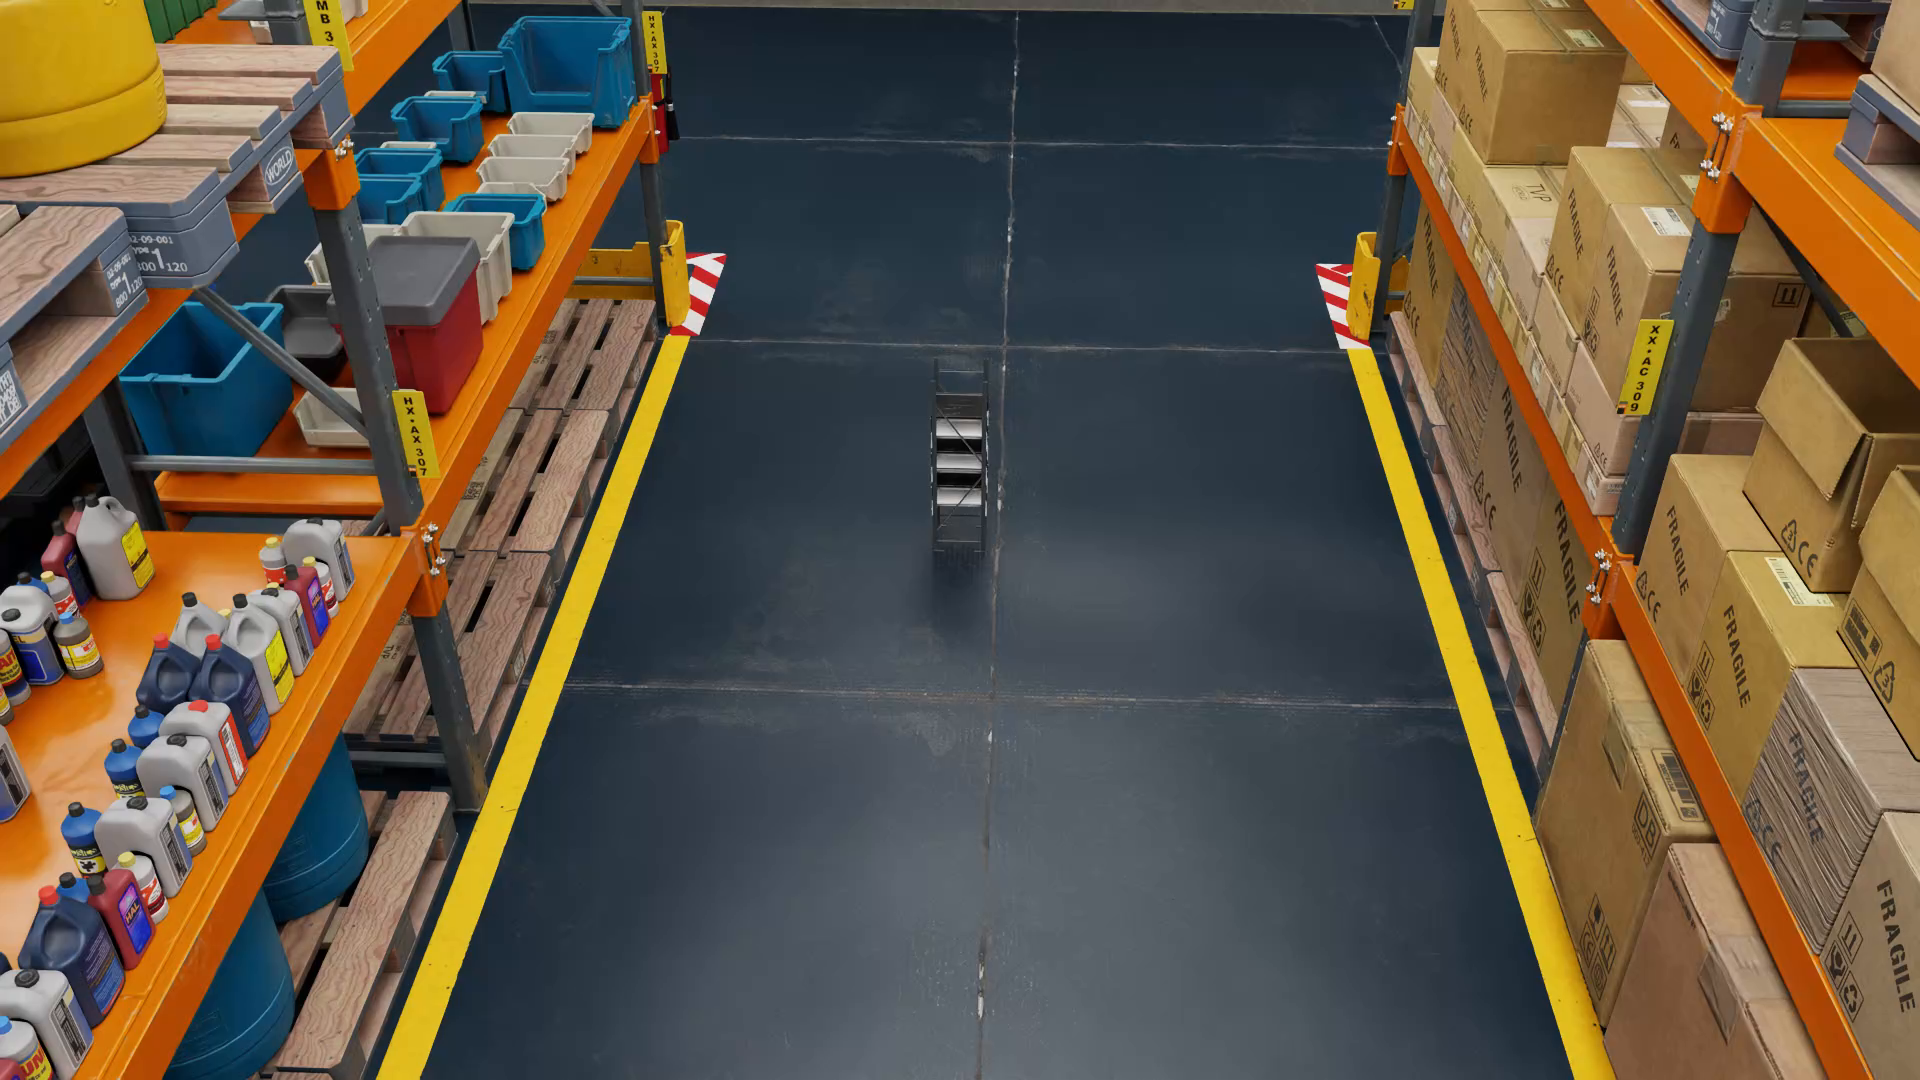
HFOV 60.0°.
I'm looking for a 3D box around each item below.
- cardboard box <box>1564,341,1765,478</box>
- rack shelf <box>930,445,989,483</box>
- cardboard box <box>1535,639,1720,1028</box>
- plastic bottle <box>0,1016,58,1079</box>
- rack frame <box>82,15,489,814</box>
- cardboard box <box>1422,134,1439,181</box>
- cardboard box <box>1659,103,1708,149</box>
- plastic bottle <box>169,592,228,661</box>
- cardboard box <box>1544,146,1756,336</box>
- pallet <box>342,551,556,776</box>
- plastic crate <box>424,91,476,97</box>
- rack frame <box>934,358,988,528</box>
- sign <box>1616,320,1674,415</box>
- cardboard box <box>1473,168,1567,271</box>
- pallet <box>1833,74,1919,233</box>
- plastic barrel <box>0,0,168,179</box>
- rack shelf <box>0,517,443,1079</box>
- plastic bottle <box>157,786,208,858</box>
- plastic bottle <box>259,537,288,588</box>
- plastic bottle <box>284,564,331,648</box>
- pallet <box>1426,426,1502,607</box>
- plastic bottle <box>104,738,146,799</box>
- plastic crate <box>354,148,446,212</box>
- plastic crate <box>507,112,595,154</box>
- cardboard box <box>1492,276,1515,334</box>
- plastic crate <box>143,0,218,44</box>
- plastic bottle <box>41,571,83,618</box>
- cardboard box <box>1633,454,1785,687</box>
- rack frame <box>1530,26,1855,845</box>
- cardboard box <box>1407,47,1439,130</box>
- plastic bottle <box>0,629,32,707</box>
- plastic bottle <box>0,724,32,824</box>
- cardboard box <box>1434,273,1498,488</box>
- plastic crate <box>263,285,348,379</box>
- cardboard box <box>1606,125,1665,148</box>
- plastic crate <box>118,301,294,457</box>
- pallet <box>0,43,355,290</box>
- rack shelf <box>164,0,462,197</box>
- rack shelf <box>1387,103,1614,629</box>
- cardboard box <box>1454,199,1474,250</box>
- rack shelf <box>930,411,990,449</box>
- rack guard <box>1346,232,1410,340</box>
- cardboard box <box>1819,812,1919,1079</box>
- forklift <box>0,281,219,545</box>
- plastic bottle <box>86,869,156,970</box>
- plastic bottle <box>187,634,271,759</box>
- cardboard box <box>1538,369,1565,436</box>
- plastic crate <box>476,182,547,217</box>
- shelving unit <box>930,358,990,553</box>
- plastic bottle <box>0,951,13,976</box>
[{"bbox_3d":[2.396,-0.446,5.647,0.500,0.250,0.500,1,35,1],"label":"cardboard box"},{"bbox_3d":[0.000,-0.346,7.517,0.258,0.077,0.200,1,35,2],"label":"rack shelf"},{"bbox_3d":[2.635,0.940,5.286,1.225,0.875,0.875,1,35,2],"label":"cardboard box"},{"bbox_3d":[-2.051,1.140,3.631,0.097,0.271,0.097,0,35,0],"label":"plastic bottle"},{"bbox_3d":[-2.309,-0.240,5.483,1.000,3.000,0.127,1,35,2],"label":"rack frame"},{"bbox_3d":[2.438,-1.830,7.964,0.380,0.149,0.250,1,35,1],"label":"cardboard box"},{"bbox_3d":[2.959,-1.344,6.273,0.500,0.500,0.500,0,35,0],"label":"cardboard box"},{"bbox_3d":[-2.163,0.313,4.739,0.144,0.351,0.185,1,35,2],"label":"plastic bottle"},{"bbox_3d":[2.416,-1.051,5.856,0.500,0.500,0.500,2,35,2],"label":"cardboard box"},{"bbox_3d":[-2.318,0.478,6.887,1.003,0.211,1.213,1,35,2],"label":"pallet"},{"bbox_3d":[-2.582,-2.138,8.361,0.250,0.136,0.298,1,35,2],"label":"plastic crate"},{"bbox_3d":[0.004,-0.431,7.581,0.240,0.900,0.006,1,35,2],"label":"rack frame"},{"bbox_3d":[2.086,-0.524,5.065,0.100,0.325,0.005,1,35,2],"label":"sign"},{"bbox_3d":[2.458,-1.327,6.901,0.500,0.250,0.500,1,35,1],"label":"cardboard box"},{"bbox_3d":[2.653,-0.747,3.761,0.805,0.209,1.217,0,35,0],"label":"pallet"},{"bbox_3d":[-2.143,-1.187,3.692,0.600,0.588,0.600,0,35,0],"label":"plastic barrel"},{"bbox_3d":[-2.389,1.204,4.054,1.077,0.370,4.000,1,35,2],"label":"rack shelf"},{"bbox_3d":[-2.019,0.720,4.290,0.097,0.201,0.097,0,35,0],"label":"plastic bottle"},{"bbox_3d":[-2.127,0.083,5.196,0.097,0.201,0.097,0,35,0],"label":"plastic bottle"},{"bbox_3d":[-1.965,0.176,4.993,0.061,0.283,0.133,1,35,2],"label":"plastic bottle"},{"bbox_3d":[2.795,-0.122,7.741,1.003,0.211,1.213,1,35,2],"label":"pallet"},{"bbox_3d":[-2.167,0.631,4.355,0.097,0.271,0.097,0,35,0],"label":"plastic bottle"},{"bbox_3d":[-2.540,-1.603,7.516,0.416,0.233,0.300,1,35,2],"label":"plastic crate"},{"bbox_3d":[-2.000,-1.982,8.139,0.396,0.136,0.243,1,35,2],"label":"plastic crate"},{"bbox_3d":[2.376,-0.944,6.703,0.380,0.149,0.250,1,35,1],"label":"cardboard box"},{"bbox_3d":[-2.594,-1.631,5.037,0.450,0.188,0.662,1,35,2],"label":"plastic crate"},{"bbox_3d":[-2.741,0.186,5.050,0.097,0.201,0.097,0,35,0],"label":"plastic bottle"},{"bbox_3d":[2.372,0.092,4.923,0.500,0.500,0.500,1,35,2],"label":"cardboard box"},{"bbox_3d":[2.640,-0.125,5.320,1.000,3.000,0.127,1,35,2],"label":"rack frame"},{"bbox_3d":[2.512,-2.214,8.164,0.500,0.250,0.500,0,35,1],"label":"cardboard box"},{"bbox_3d":[-2.755,0.346,4.761,0.097,0.271,0.097,0,35,0],"label":"plastic bottle"},{"bbox_3d":[-2.593,0.604,4.390,0.152,0.276,0.135,1,35,2],"label":"plastic bottle"},{"bbox_3d":[2.819,-0.834,7.810,0.875,0.875,0.875,1,35,2],"label":"cardboard box"},{"bbox_3d":[-2.532,-0.801,6.468,0.437,0.125,0.590,1,35,2],"label":"plastic crate"},{"bbox_3d":[3.006,-1.616,7.312,0.500,0.250,0.500,0,35,0],"label":"cardboard box"},{"bbox_3d":[-2.631,-0.534,5.863,0.392,0.384,0.575,1,35,2],"label":"plastic crate"},{"bbox_3d":[-2.243,-0.937,4.030,1.213,0.211,1.003,1,35,2],"label":"pallet"},{"bbox_3d":[-2.228,-2.322,6.462,1.077,0.370,4.000,1,35,2],"label":"rack shelf"},{"bbox_3d":[2.721,-0.980,7.162,1.077,0.370,4.000,1,35,2],"label":"rack shelf"},{"bbox_3d":[2.408,-1.386,7.331,0.380,0.149,0.250,1,35,1],"label":"cardboard box"},{"bbox_3d":[0.000,-0.493,7.414,0.258,0.077,0.200,1,35,2],"label":"rack shelf"},{"bbox_3d":[2.802,-1.415,9.328,1.175,0.500,0.348,1,35,2],"label":"rack guard"},{"bbox_3d":[2.317,0.965,3.681,0.500,0.500,0.500,2,35,3],"label":"cardboard box"},{"bbox_3d":[-4.589,-1.396,7.187,1.130,2.935,3.031,2,35,3],"label":"forklift"},{"bbox_3d":[-2.015,0.886,3.982,0.061,0.283,0.133,1,35,2],"label":"plastic bottle"},{"bbox_3d":[-2.026,0.422,4.583,0.144,0.351,0.185,1,35,2],"label":"plastic bottle"},{"bbox_3d":[2.346,-0.501,6.072,0.380,0.149,0.250,1,35,1],"label":"cardboard box"},{"bbox_3d":[-2.006,-1.485,7.431,0.298,0.136,0.250,1,35,2],"label":"plastic crate"},{"bbox_3d":[0.000,-0.373,7.498,0.258,0.900,0.210,1,35,2],"label":"shelving unit"},{"bbox_3d":[-2.220,1.023,3.729,0.144,0.351,0.185,1,35,2],"label":"plastic bottle"}]
